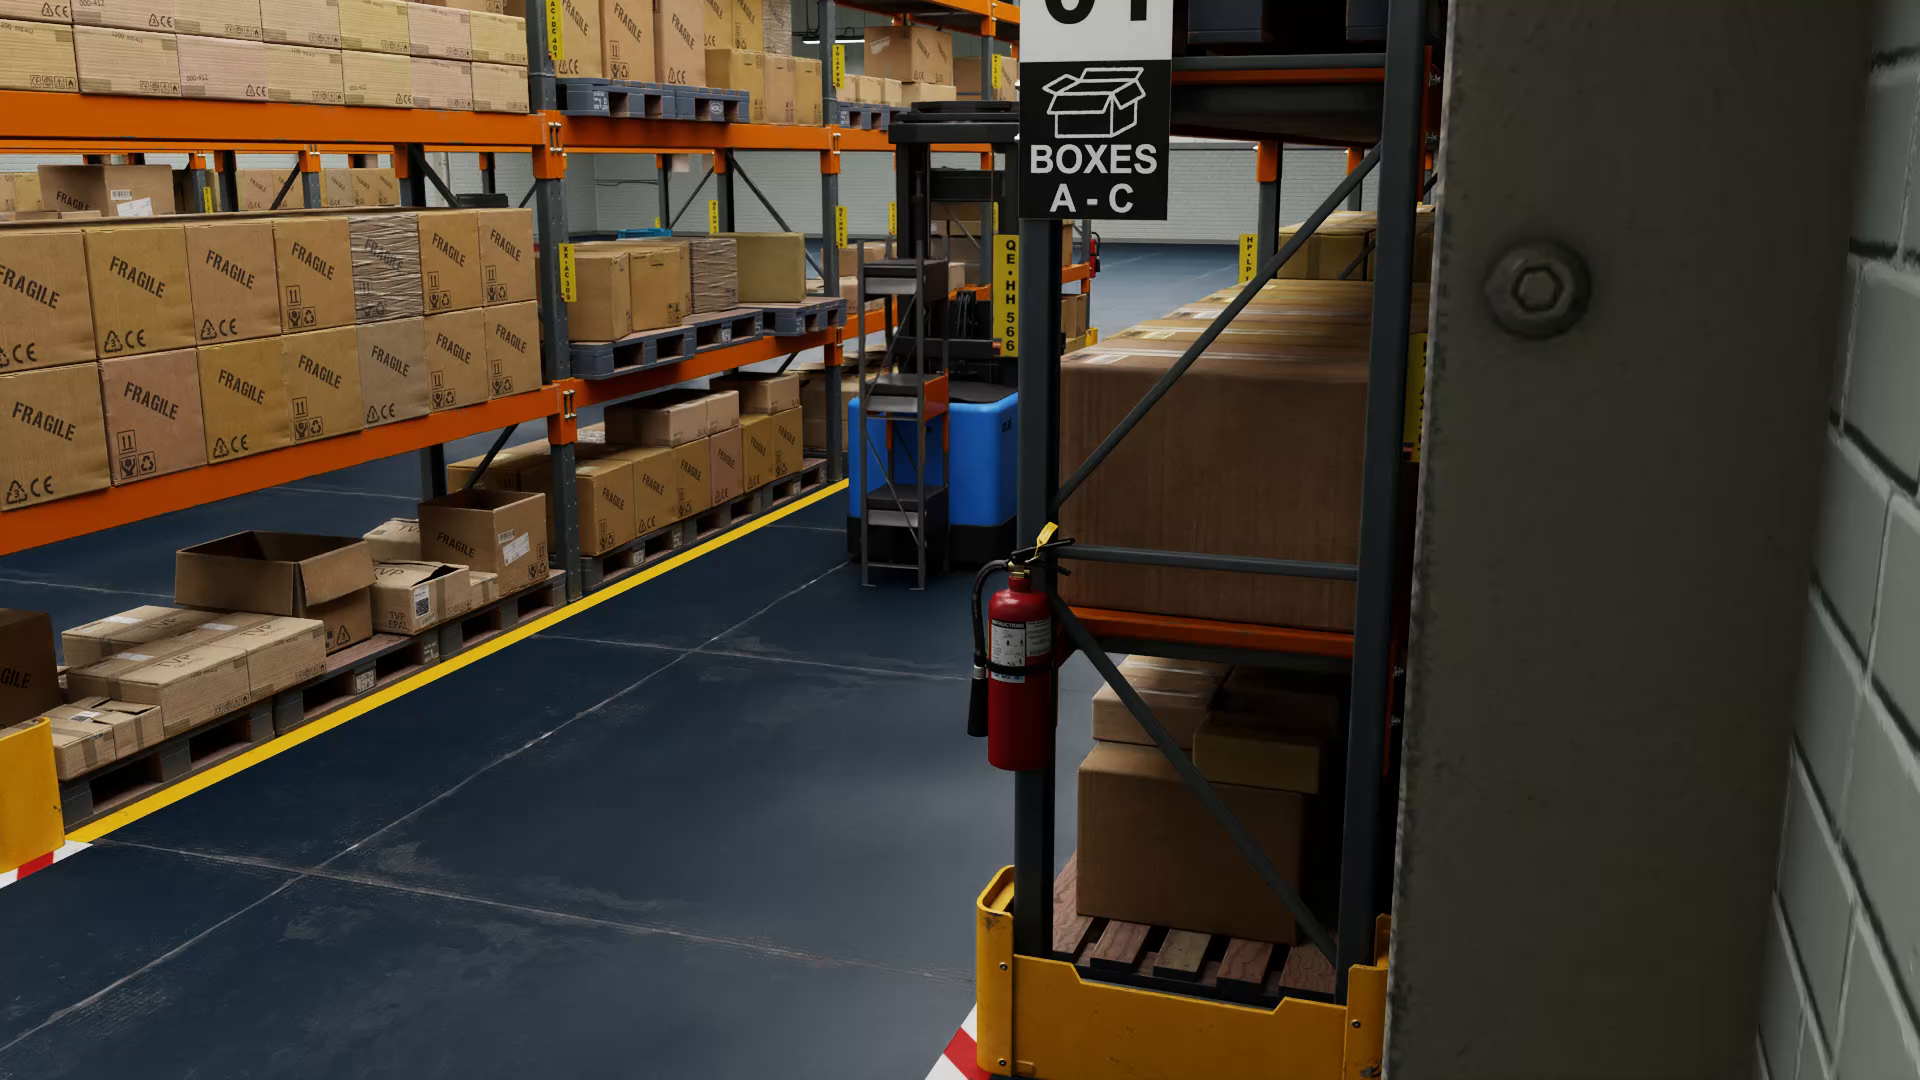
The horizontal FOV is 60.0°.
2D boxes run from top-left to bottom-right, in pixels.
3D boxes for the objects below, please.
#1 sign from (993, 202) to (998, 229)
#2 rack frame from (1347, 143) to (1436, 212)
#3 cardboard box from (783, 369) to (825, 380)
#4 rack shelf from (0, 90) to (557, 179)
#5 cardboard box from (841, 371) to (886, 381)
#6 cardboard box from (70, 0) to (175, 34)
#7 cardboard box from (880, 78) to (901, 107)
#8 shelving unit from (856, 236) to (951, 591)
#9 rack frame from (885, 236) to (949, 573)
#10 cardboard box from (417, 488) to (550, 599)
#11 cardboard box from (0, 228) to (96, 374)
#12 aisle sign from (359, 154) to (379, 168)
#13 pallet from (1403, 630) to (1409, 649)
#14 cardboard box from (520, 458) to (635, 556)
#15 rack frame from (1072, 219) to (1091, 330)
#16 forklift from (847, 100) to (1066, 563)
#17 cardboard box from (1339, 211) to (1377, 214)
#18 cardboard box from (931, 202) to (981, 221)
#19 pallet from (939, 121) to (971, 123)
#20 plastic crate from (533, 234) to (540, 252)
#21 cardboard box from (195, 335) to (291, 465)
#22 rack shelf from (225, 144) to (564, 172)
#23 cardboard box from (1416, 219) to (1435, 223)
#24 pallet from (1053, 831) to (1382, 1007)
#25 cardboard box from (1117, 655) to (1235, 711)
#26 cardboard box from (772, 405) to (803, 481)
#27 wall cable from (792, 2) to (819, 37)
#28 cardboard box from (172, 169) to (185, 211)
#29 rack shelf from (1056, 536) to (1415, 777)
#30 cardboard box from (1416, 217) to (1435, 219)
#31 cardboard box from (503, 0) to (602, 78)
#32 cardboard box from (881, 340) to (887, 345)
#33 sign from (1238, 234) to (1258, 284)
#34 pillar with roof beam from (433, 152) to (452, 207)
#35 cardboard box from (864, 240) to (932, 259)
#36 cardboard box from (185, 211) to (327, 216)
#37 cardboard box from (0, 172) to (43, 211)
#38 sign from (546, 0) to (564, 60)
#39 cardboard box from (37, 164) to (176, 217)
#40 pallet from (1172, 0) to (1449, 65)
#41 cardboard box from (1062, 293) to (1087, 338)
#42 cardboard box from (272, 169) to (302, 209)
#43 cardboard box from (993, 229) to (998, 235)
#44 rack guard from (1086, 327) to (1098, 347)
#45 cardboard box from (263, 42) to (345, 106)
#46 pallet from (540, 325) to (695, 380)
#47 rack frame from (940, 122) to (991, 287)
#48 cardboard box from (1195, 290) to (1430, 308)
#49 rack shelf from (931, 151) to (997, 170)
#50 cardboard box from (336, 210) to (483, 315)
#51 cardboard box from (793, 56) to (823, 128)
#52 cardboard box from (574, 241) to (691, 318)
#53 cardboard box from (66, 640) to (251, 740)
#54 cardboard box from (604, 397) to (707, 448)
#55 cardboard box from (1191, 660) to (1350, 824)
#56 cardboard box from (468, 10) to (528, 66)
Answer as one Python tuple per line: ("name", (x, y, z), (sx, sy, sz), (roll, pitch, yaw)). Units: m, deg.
("sign", (0.357, -3.307, 16.803), (0.100, 0.325, 0.005), (4, 14, 18))
("rack frame", (3.235, -1.620, 11.836), (1.000, 3.000, 0.127), (4, 14, 18))
("cardboard box", (-1.355, -1.351, 14.635), (0.500, 0.311, 0.500), (4, 13, 18))
("rack shelf", (-3.395, -1.824, 7.607), (1.077, 0.370, 4.000), (4, 14, 18))
("cardboard box", (-0.844, -1.314, 14.470), (0.500, 0.311, 0.500), (4, 13, 17))
("cardboard box", (-3.461, -2.119, 6.494), (0.500, 0.250, 0.500), (4, 14, 18))
("cardboard box", (-0.836, -4.014, 14.977), (0.500, 0.250, 0.500), (3, 13, 14))
("shelving unit", (-0.337, -0.778, 10.166), (0.431, 2.100, 0.503), (4, 14, 17))
("rack frame", (-0.264, -0.830, 10.393), (0.400, 2.100, 0.015), (4, 14, 17))
("cardboard box", (-2.664, 0.011, 9.320), (0.500, 0.500, 0.500), (4, 14, 18))
("cardboard box", (-3.649, -0.902, 6.219), (0.500, 0.500, 0.500), (5, 14, 20))
("aisle sign", (-8.501, -5.676, 23.766), (0.394, 0.787, 0.004), (4, 14, 18))
("pallet", (2.119, 0.414, 9.192), (1.003, 0.211, 1.213), (4, 14, 18))
("cardboard box", (-2.361, -0.214, 10.304), (0.500, 0.500, 0.500), (4, 13, 16))
("rack frame", (1.135, -3.660, 20.775), (1.000, 3.000, 0.127), (4, 14, 18))
("forklift", (0.181, -1.561, 11.735), (1.130, 2.935, 3.031), (4, 13, 16))
("cardboard box", (2.835, -2.106, 11.342), (0.500, 0.250, 0.500), (5, 14, 20))
("cardboard box", (-0.022, -3.593, 17.341), (0.700, 0.500, 0.500), (4, 14, 19))
("pallet", (-0.432, -4.000, 15.955), (0.805, 0.209, 1.217), (4, 13, 16))
("plastic crate", (-4.712, -3.083, 18.101), (0.402, 0.464, 0.583), (4, 14, 18))
("cardboard box", (-3.322, -0.629, 7.270), (0.500, 0.500, 0.500), (4, 14, 18))
("rack shelf", (-5.492, -3.866, 16.553), (1.077, 0.370, 4.000), (4, 14, 18))
("cardboard box", (2.829, -1.751, 9.787), (0.500, 0.250, 0.500), (4, 13, 17))
("pallet", (0.831, 1.250, 5.529), (1.003, 0.211, 1.213), (4, 14, 18))
("cardboard box", (0.730, 0.514, 5.705), (0.380, 0.149, 0.250), (5, 14, 20))
("cardboard box", (-1.534, -0.758, 12.688), (0.500, 0.500, 0.500), (5, 14, 21))
("wall cable", (-5.991, -17.877, 54.989), (3.097, 2.526, 0.112), (4, 14, 18))
("cardboard box", (-9.646, -4.328, 20.560), (0.500, 0.500, 0.500), (4, 14, 18))
("rack shelf", (1.294, -0.006, 6.382), (1.077, 0.370, 4.000), (4, 14, 18))
("cardboard box", (2.994, -1.858, 10.257), (0.500, 0.250, 0.500), (4, 13, 17))
("cardboard box", (-2.515, -2.999, 9.744), (0.600, 0.600, 0.600), (3, 13, 13))
("cardboard box", (-0.529, -1.886, 16.980), (0.500, 0.311, 0.500), (4, 14, 19))
("sign", (1.424, -1.341, 8.189), (0.100, 0.325, 0.005), (4, 14, 18))
("pillar with roof beam", (-11.551, -13.031, 48.348), (9.100, 9.000, 0.548), (4, 14, 18))
("cardboard box", (-0.594, -2.595, 15.885), (0.500, 0.500, 0.500), (5, 14, 22))
("cardboard box", (-3.500, -1.374, 8.287), (0.500, 0.500, 0.500), (4, 13, 17))
("cardboard box", (-13.503, -4.925, 23.554), (0.875, 0.550, 0.500), (4, 14, 18))
("sign", (-2.232, -2.811, 9.150), (0.100, 0.325, 0.005), (4, 14, 18))
("cardboard box", (-9.921, -3.872, 19.412), (1.000, 1.000, 1.000), (4, 14, 19))
("pallet", (0.877, -1.512, 4.820), (1.003, 0.211, 1.213), (4, 14, 18))
("cardboard box", (1.243, -2.756, 20.363), (0.500, 0.500, 0.500), (4, 14, 18))
("cardboard box", (-8.823, -4.500, 21.316), (0.500, 0.500, 0.500), (4, 14, 18))
("cardboard box", (0.192, -3.278, 17.421), (0.380, 0.149, 0.250), (5, 14, 19))
("rack guard", (1.143, -2.447, 21.076), (1.175, 0.500, 0.348), (4, 14, 18))
("cardboard box", (-3.145, -2.086, 7.474), (0.500, 0.250, 0.500), (4, 14, 18))
("pallet", (-2.386, -1.200, 10.430), (1.003, 0.211, 1.213), (4, 14, 18))
("rack frame", (-0.159, -2.818, 17.085), (1.000, 3.000, 0.127), (4, 14, 18))
("cardboard box", (1.508, -0.658, 6.946), (0.980, 0.700, 0.700), (4, 13, 17))
("rack shelf", (0.488, -4.351, 18.677), (1.077, 0.370, 4.000), (4, 14, 18))
("cardboard box", (-2.829, -1.437, 8.562), (0.500, 0.500, 0.500), (4, 13, 17))
("cardboard box", (-1.563, -3.393, 12.638), (0.910, 0.500, 0.500), (4, 14, 18))
("cardboard box", (-2.234, -1.763, 11.297), (0.700, 0.500, 0.500), (1, 13, 4))
("cardboard box", (-3.436, 0.635, 7.146), (0.500, 0.250, 0.500), (4, 14, 18))
("cardboard box", (-2.037, -0.790, 11.143), (0.500, 0.250, 0.500), (4, 14, 19))
("cardboard box", (1.102, 0.713, 6.291), (0.700, 0.500, 0.500), (4, 13, 17))
("cardboard box", (-2.648, -2.645, 8.799), (0.500, 0.250, 0.500), (4, 14, 18))
